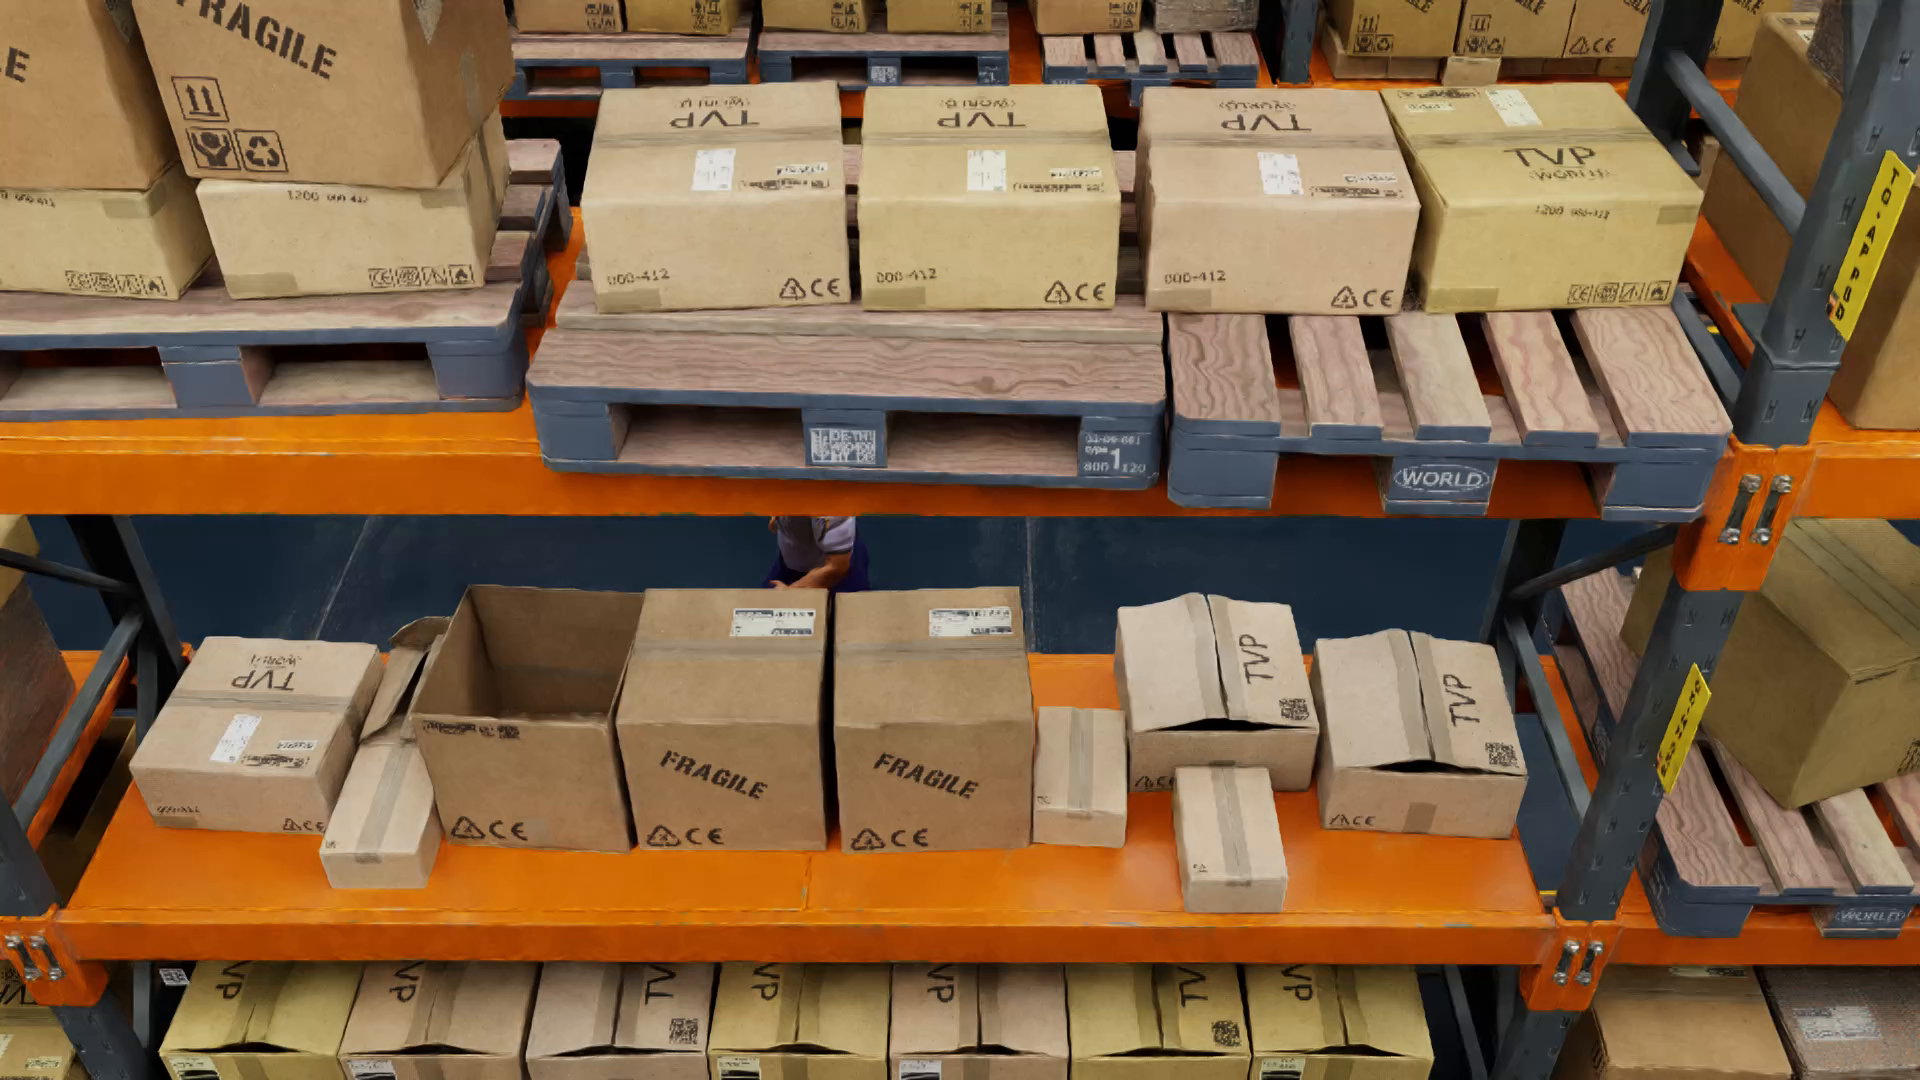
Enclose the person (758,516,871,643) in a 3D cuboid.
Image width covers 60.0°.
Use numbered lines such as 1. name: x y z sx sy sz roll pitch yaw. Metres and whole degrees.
1. person: -0.538 0.137 6.037 0.471 1.615 0.708 -2 40 -3
